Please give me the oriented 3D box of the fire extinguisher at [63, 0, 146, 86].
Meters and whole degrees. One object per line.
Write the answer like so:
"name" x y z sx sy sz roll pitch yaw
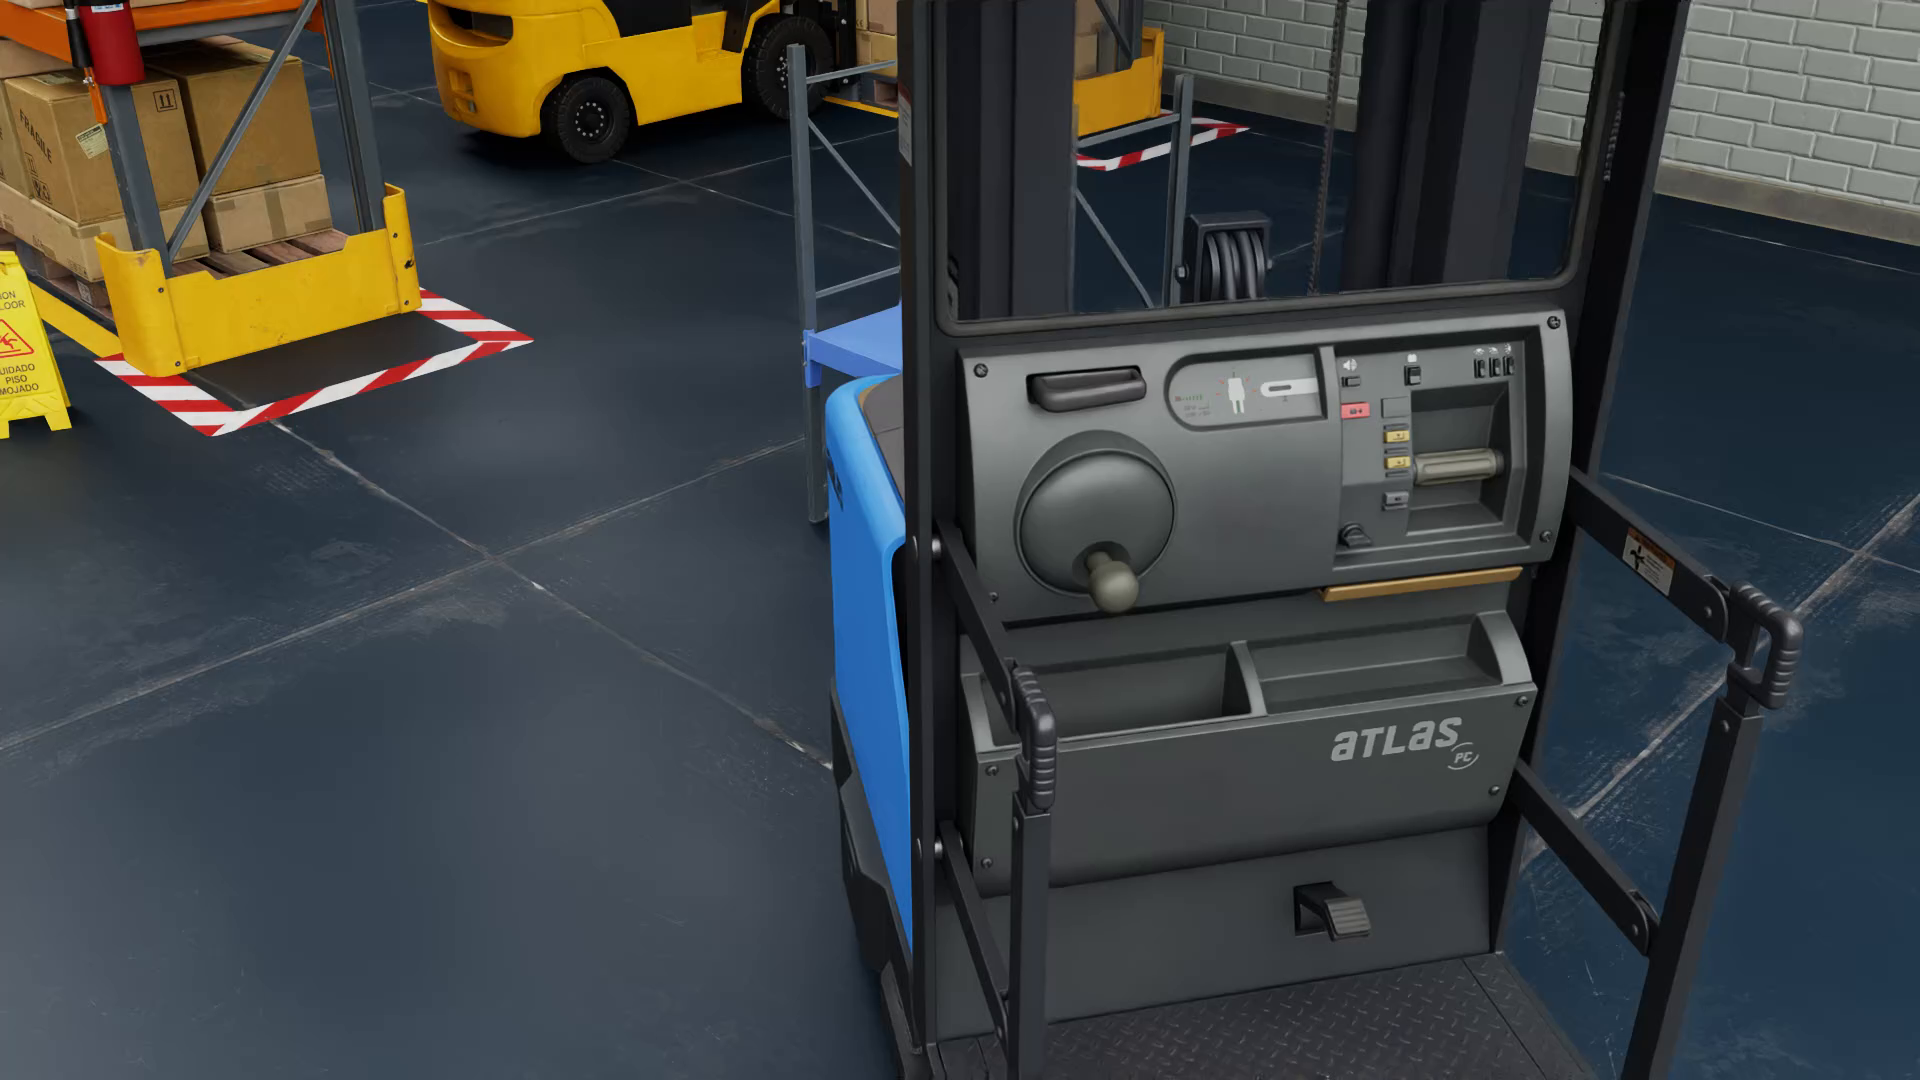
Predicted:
"fire extinguisher" -3.012 -1.946 5.811 0.183 0.674 0.296 25 36 38

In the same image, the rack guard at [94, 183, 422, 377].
"rack guard" -2.824 -1.089 6.784 0.348 0.500 1.175 25 36 38

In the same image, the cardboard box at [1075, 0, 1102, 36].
"cardboard box" 0.518 -3.232 10.139 0.500 0.250 0.500 -25 36 -38

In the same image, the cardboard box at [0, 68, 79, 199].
"cardboard box" -3.899 -1.815 7.177 0.500 0.500 0.500 -24 36 -37

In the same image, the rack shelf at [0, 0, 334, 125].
"rack shelf" -4.196 -2.505 7.564 4.000 0.370 1.077 25 36 38

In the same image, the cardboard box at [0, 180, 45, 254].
"cardboard box" -3.899 -1.486 7.356 0.500 0.250 0.500 25 37 39

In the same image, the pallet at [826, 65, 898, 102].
"pallet" -0.733 -3.219 11.144 1.213 0.211 1.003 25 36 38

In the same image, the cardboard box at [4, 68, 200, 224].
"cardboard box" -3.524 -1.646 6.855 0.500 0.500 0.500 25 37 39

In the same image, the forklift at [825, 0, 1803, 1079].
"forklift" 0.513 -0.081 2.254 1.130 2.935 3.031 -6 28 -11

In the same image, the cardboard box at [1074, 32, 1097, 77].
"cardboard box" 0.494 -3.013 10.261 0.500 0.250 0.500 25 37 39

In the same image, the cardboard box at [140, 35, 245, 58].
"cardboard box" -3.545 -2.003 7.534 0.500 0.500 0.500 23 35 37

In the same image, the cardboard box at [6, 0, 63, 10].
"cardboard box" -3.445 -2.156 6.398 0.250 0.149 0.380 24 36 38

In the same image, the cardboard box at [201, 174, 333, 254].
"cardboard box" -3.151 -1.495 7.372 0.500 0.250 0.500 24 36 38

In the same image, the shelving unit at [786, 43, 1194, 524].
"shelving unit" 0.061 -0.636 4.848 1.048 1.500 0.538 25 36 38

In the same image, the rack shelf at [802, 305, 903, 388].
"rack shelf" 0.061 -0.477 4.932 1.000 0.185 0.538 25 36 38

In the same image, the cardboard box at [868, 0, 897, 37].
"cardboard box" -0.209 -3.232 10.139 0.500 0.250 0.500 24 36 38

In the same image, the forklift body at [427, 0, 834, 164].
"forklift body" -1.924 -3.457 9.513 1.214 2.155 2.313 25 36 38

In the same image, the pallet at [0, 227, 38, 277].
"pallet" -4.245 -1.636 8.135 1.213 0.211 1.003 25 36 38

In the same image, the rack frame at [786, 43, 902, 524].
"rack frame" -0.302 -0.802 5.163 0.032 1.500 0.500 25 36 38

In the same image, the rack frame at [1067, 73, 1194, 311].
"rack frame" 0.423 -0.470 4.533 0.032 1.500 0.500 25 36 38

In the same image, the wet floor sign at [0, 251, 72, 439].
"wet floor sign" -3.385 -0.712 5.910 0.267 0.644 0.232 -13 30 -22

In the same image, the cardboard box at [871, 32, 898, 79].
"cardboard box" -0.197 -3.002 10.239 0.500 0.250 0.500 25 36 38

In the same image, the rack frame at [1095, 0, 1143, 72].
"rack frame" 0.707 -3.819 9.290 0.127 3.000 1.000 25 36 38

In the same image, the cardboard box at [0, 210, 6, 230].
"cardboard box" -4.276 -1.655 7.677 0.500 0.250 0.500 23 35 37

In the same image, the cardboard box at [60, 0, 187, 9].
"cardboard box" -3.187 -2.111 6.311 0.380 0.149 0.250 -24 36 -38

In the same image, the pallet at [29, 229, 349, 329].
"pallet" -3.379 -1.238 7.378 1.213 0.211 1.003 25 36 38

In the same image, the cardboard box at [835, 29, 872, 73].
"cardboard box" -0.548 -3.168 10.555 0.500 0.250 0.500 -25 37 -39

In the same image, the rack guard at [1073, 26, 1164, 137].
"rack guard" 0.724 -2.705 9.857 0.348 0.500 1.175 25 36 38

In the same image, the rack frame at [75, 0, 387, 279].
"rack frame" -2.770 -2.171 6.155 0.127 3.000 1.000 25 36 38

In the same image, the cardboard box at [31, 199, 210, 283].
"cardboard box" -3.552 -1.322 7.044 0.500 0.250 0.500 24 36 38

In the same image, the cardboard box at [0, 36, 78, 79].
"cardboard box" -3.833 -2.031 6.890 0.380 0.149 0.250 -24 36 -38

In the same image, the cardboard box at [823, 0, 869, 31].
"cardboard box" -0.592 -3.393 10.446 0.500 0.250 0.500 24 36 37

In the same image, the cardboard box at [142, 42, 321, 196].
"cardboard box" -3.169 -1.834 7.212 0.500 0.500 0.500 23 36 37

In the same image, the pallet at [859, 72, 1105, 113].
"pallet" 0.133 -2.821 10.387 1.213 0.211 1.003 25 36 38

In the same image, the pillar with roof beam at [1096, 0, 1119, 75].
"pillar with roof beam" -2.176 -5.572 6.178 0.400 9.000 9.100 25 36 38
